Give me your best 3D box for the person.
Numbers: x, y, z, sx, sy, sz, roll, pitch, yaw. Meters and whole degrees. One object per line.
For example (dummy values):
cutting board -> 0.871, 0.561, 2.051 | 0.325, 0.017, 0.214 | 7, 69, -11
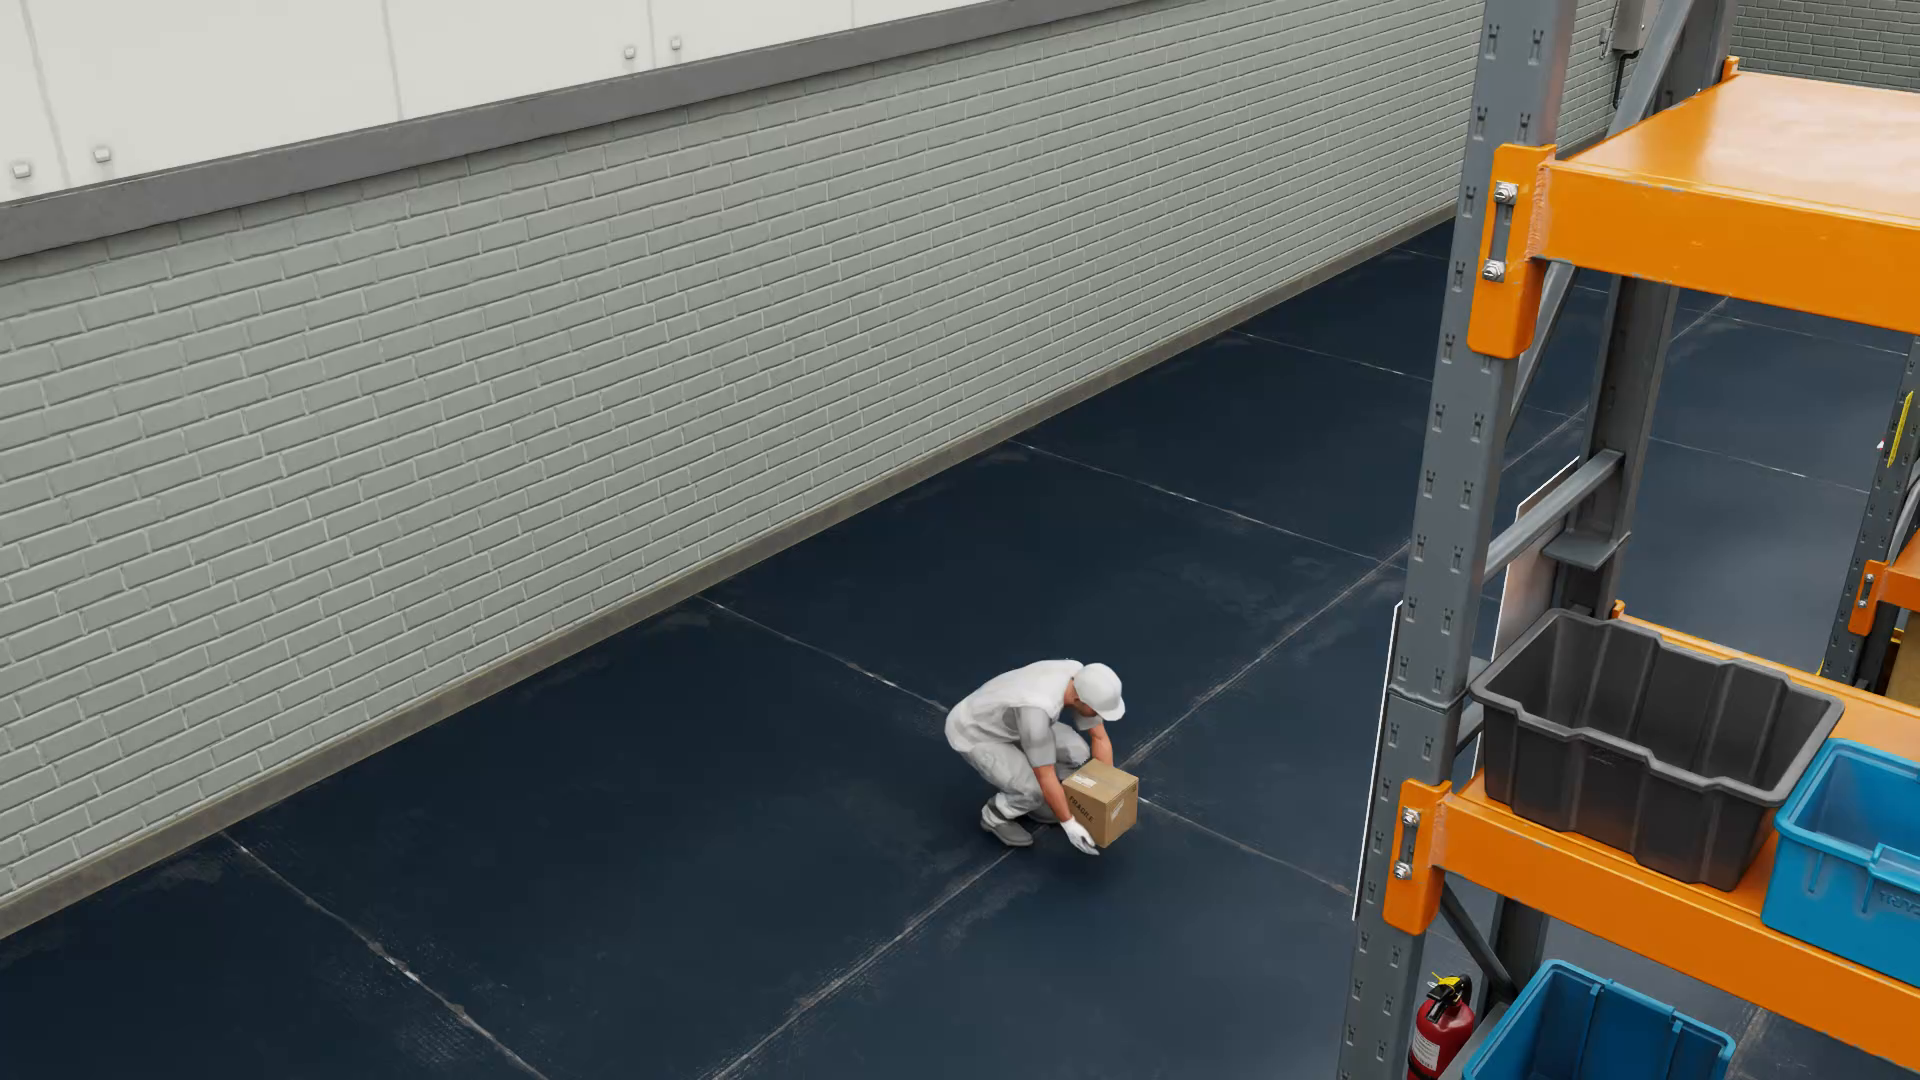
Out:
person -> 0.372, 0.928, 7.660 | 0.895, 0.993, 0.568 | 21, 34, 35
